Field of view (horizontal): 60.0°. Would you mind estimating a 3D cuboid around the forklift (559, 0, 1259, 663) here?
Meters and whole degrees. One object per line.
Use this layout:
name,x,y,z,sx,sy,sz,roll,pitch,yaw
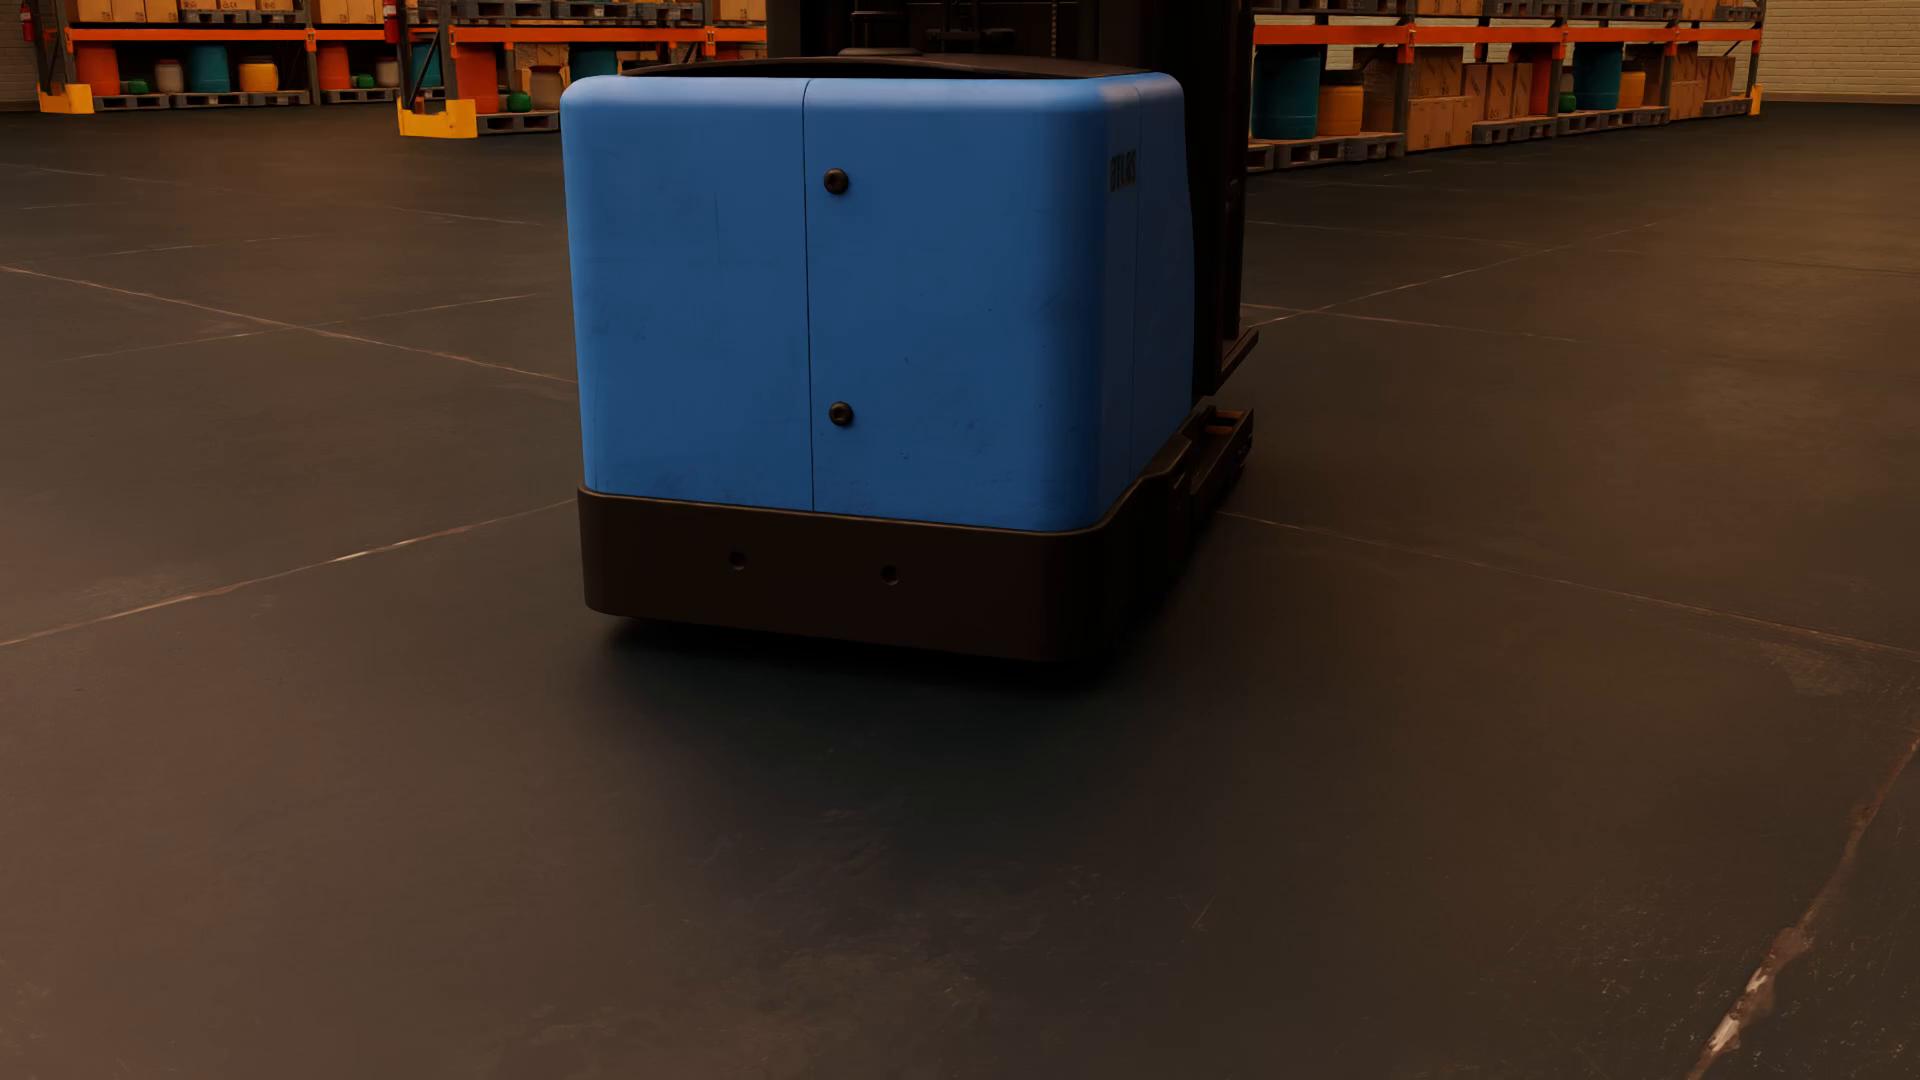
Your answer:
forklift,0.182,-1.571,4.072,1.130,2.935,3.031,5,18,17
